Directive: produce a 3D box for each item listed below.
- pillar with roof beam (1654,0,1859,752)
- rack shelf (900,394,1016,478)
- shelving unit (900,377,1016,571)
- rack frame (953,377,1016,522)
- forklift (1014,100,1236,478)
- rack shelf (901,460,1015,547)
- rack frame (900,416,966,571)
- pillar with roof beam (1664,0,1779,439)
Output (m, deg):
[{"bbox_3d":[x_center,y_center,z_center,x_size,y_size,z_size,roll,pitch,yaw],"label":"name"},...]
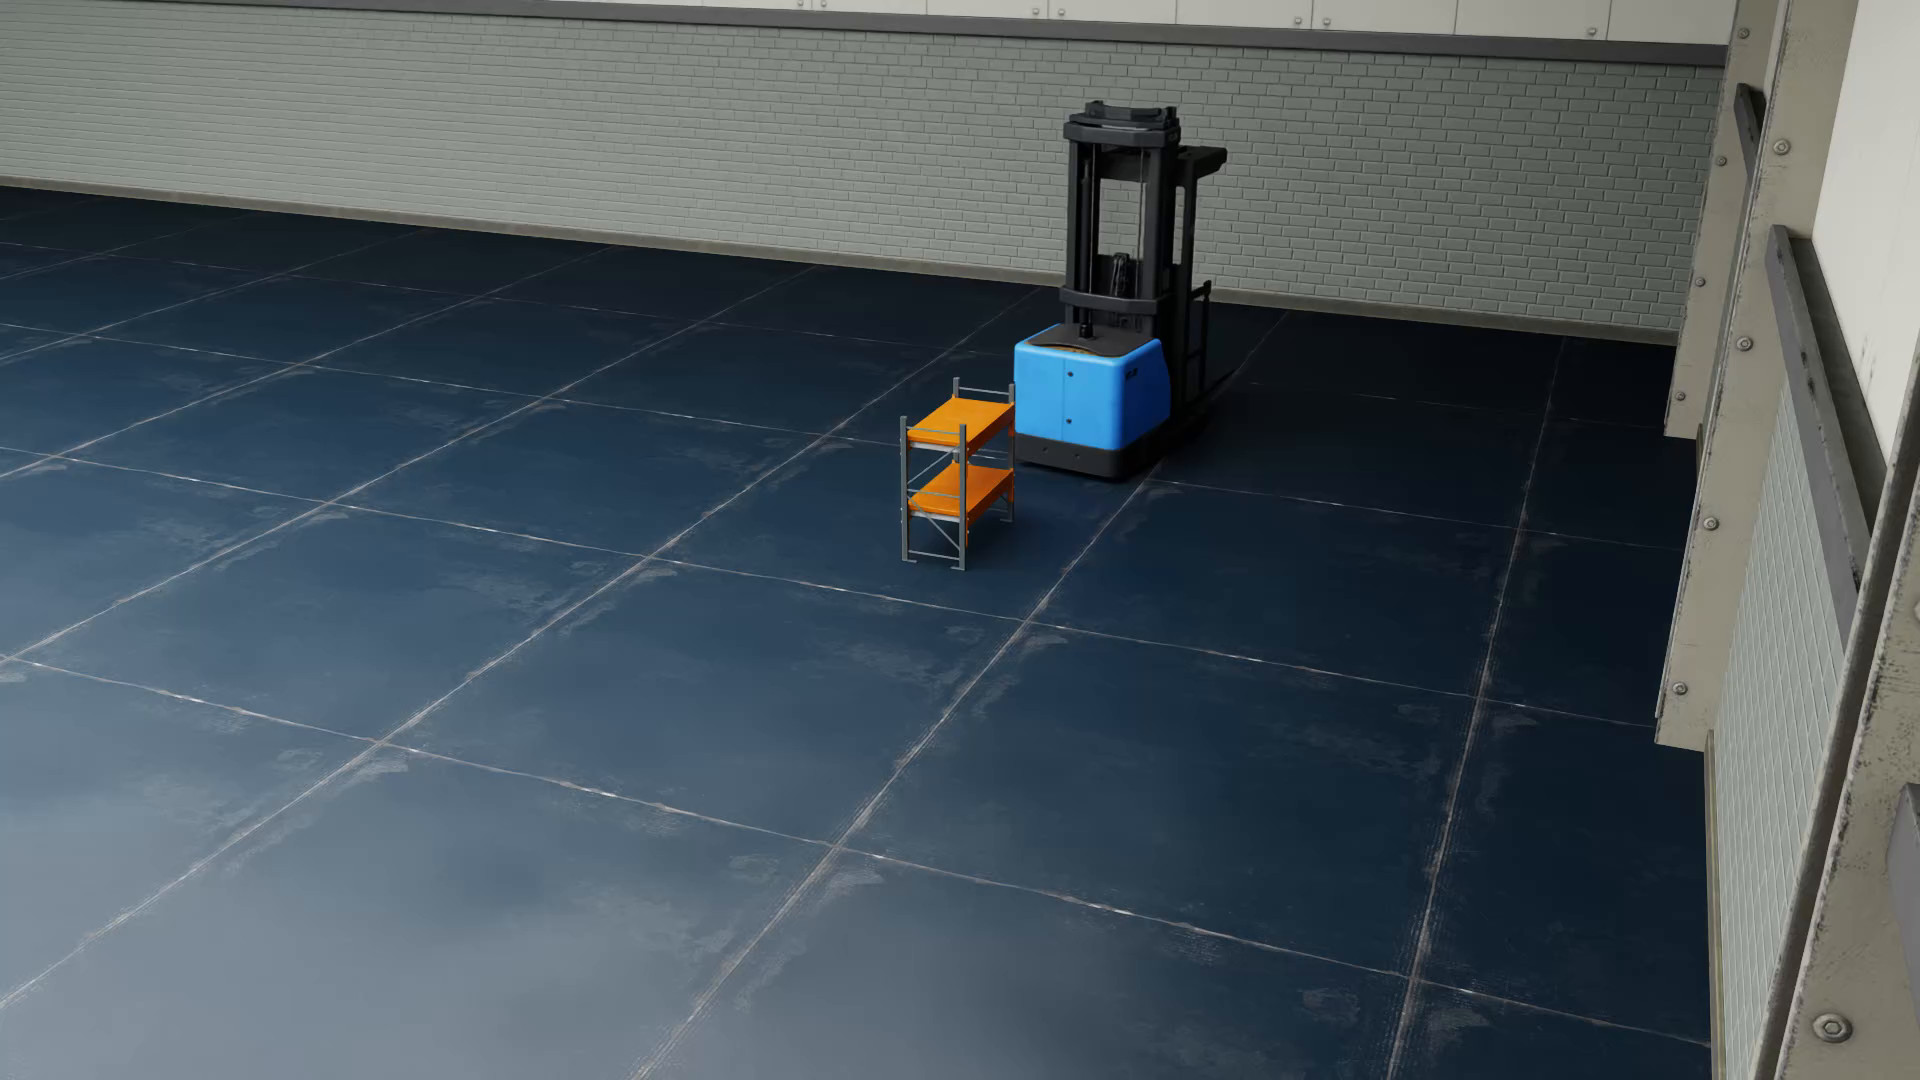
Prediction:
[{"bbox_3d":[0.340,-3.612,9.721,9.100,9.000,0.400,9,24,20],"label":"pillar with roof beam"},{"bbox_3d":[-0.003,-0.787,12.415,0.538,0.278,1.000,9,24,20],"label":"rack shelf"},{"bbox_3d":[-0.003,-0.517,12.527,0.538,1.125,1.048,9,24,20],"label":"shelving unit"},{"bbox_3d":[0.186,-0.699,12.963,0.500,1.125,0.032,9,24,20],"label":"rack frame"},{"bbox_3d":[1.626,-2.391,14.672,1.130,2.935,3.031,13,26,28],"label":"forklift"},{"bbox_3d":[-0.003,-0.291,12.622,0.538,0.278,1.000,9,24,20],"label":"rack shelf"},{"bbox_3d":[-0.191,-0.335,12.092,0.500,1.125,0.032,9,24,20],"label":"rack frame"},{"bbox_3d":[2.568,-5.759,14.862,9.100,9.000,0.400,9,24,20],"label":"pillar with roof beam"}]
